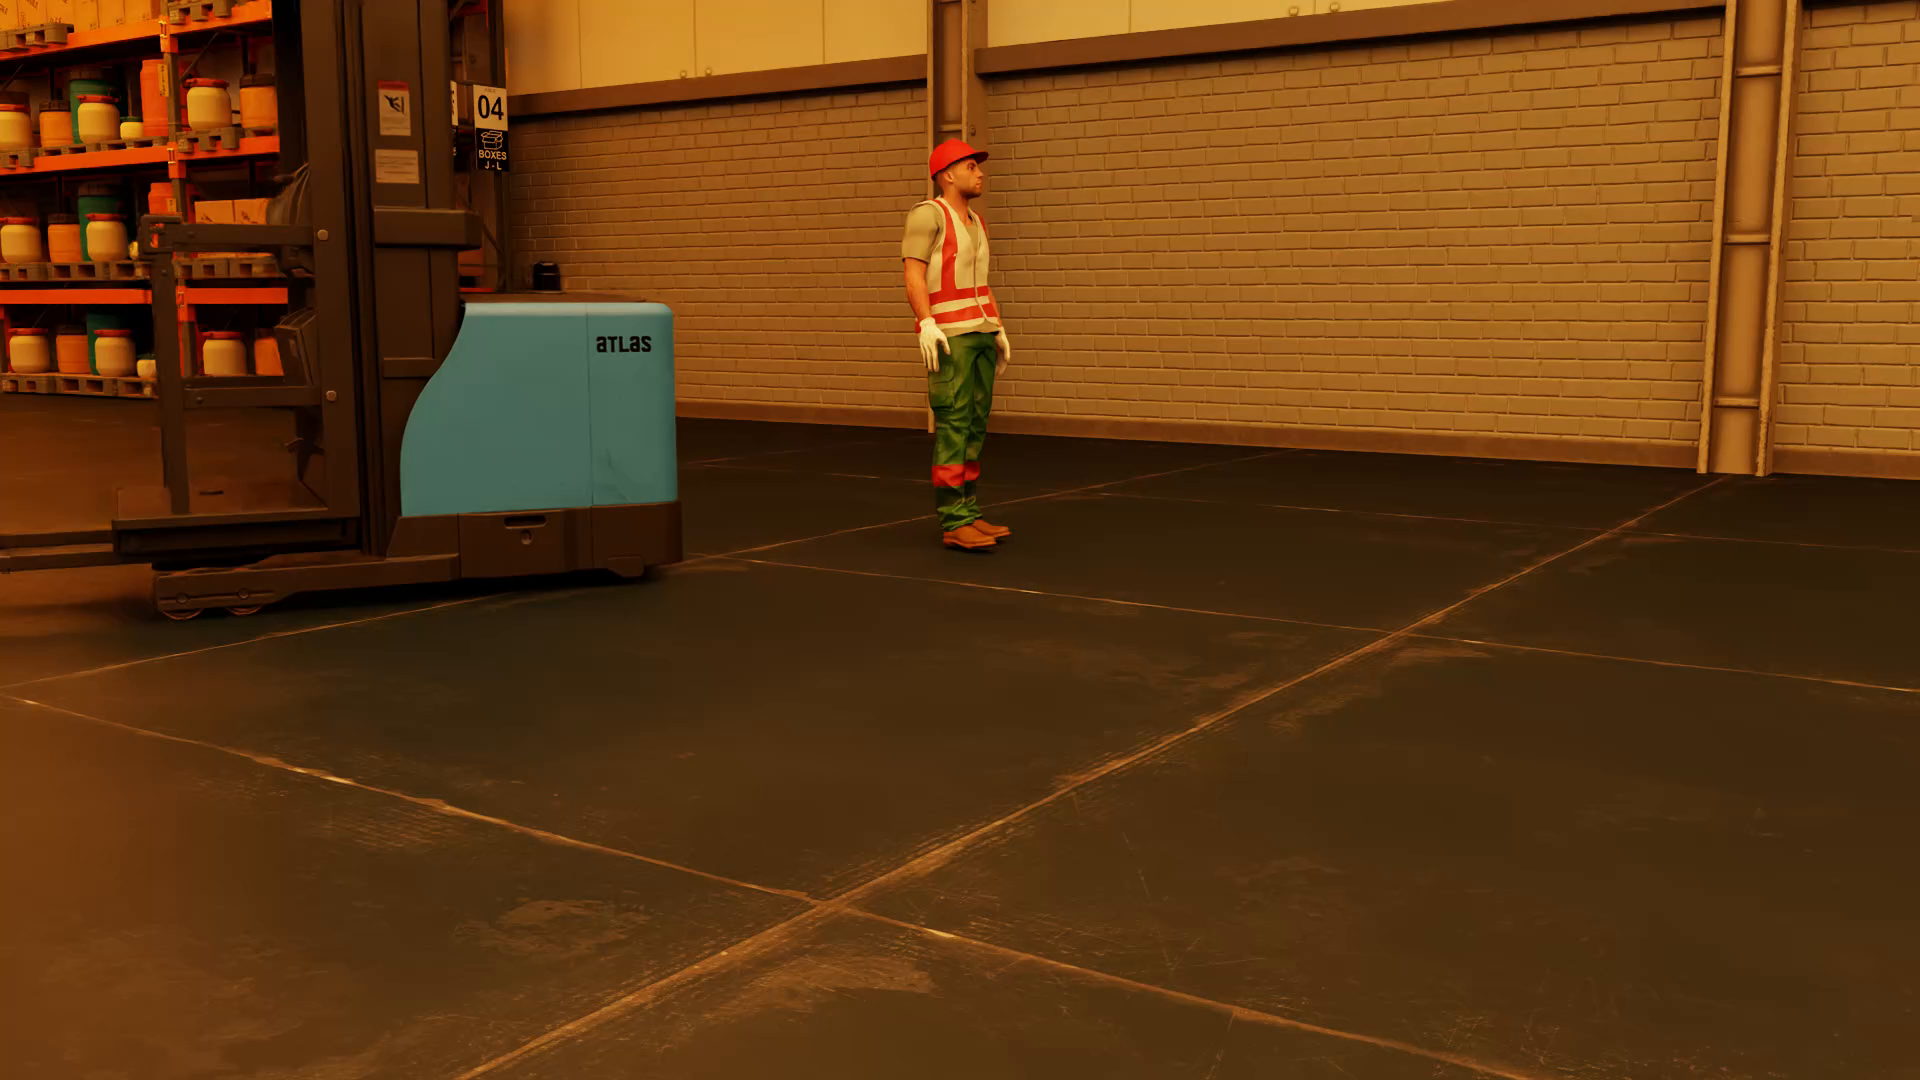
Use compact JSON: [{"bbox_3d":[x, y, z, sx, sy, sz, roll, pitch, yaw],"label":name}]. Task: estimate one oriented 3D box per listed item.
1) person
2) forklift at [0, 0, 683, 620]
[{"bbox_3d":[0.061,-0.885,7.423,0.562,1.789,0.638,5,10,34],"label":"person"},{"bbox_3d":[-2.641,-1.262,6.067,3.031,2.935,1.130,-4,9,-26],"label":"forklift"}]
